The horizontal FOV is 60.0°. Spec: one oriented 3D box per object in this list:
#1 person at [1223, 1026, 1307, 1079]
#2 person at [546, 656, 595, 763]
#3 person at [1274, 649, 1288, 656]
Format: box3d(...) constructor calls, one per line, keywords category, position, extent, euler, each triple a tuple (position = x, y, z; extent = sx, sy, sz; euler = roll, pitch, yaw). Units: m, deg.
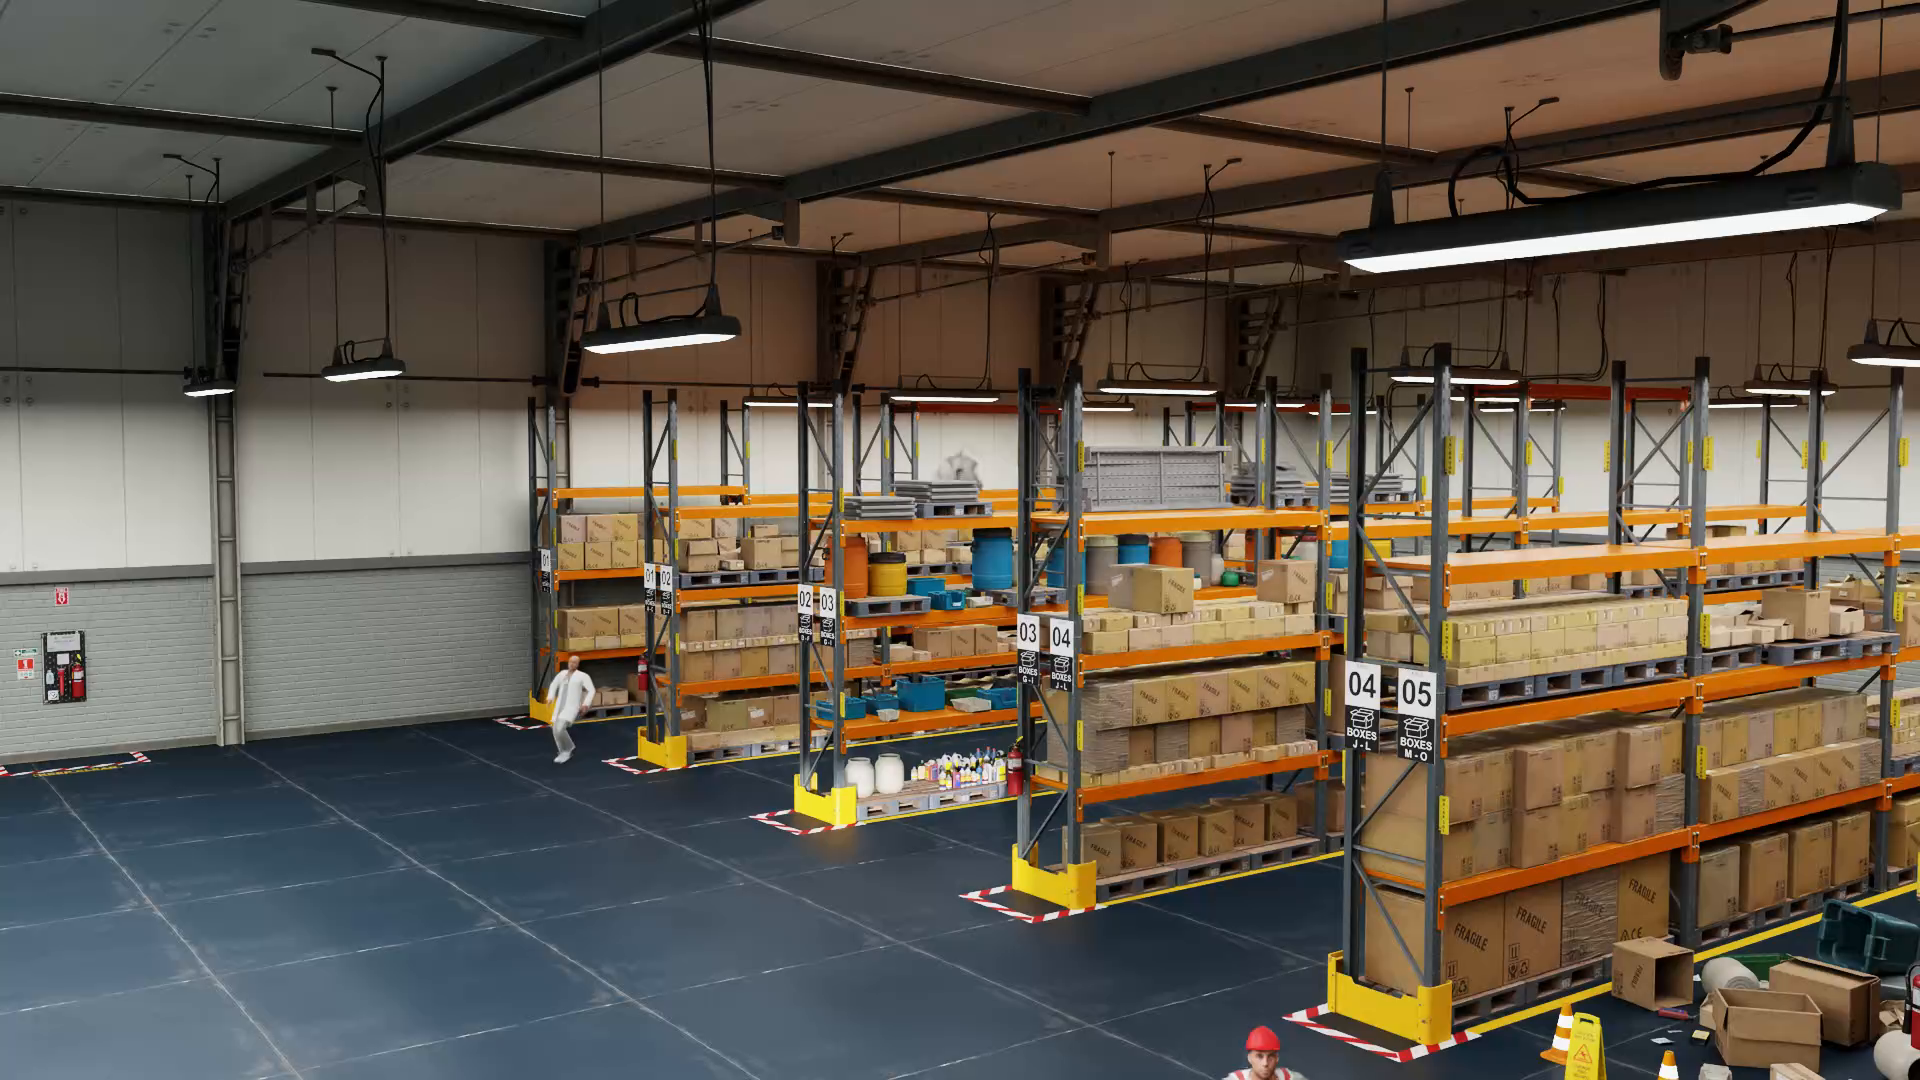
box3d(category="person", position=(1.739, 3.710, 9.614), extent=(0.600, 1.846, 0.828), euler=(0, 3, 8))
box3d(category="person", position=(-6.333, 2.730, 26.772), extent=(0.769, 1.721, 0.588), euler=(2, 4, 25))
box3d(category="person", position=(6.006, 2.567, 31.980), extent=(0.537, 1.374, 0.877), euler=(3, 5, 43))
